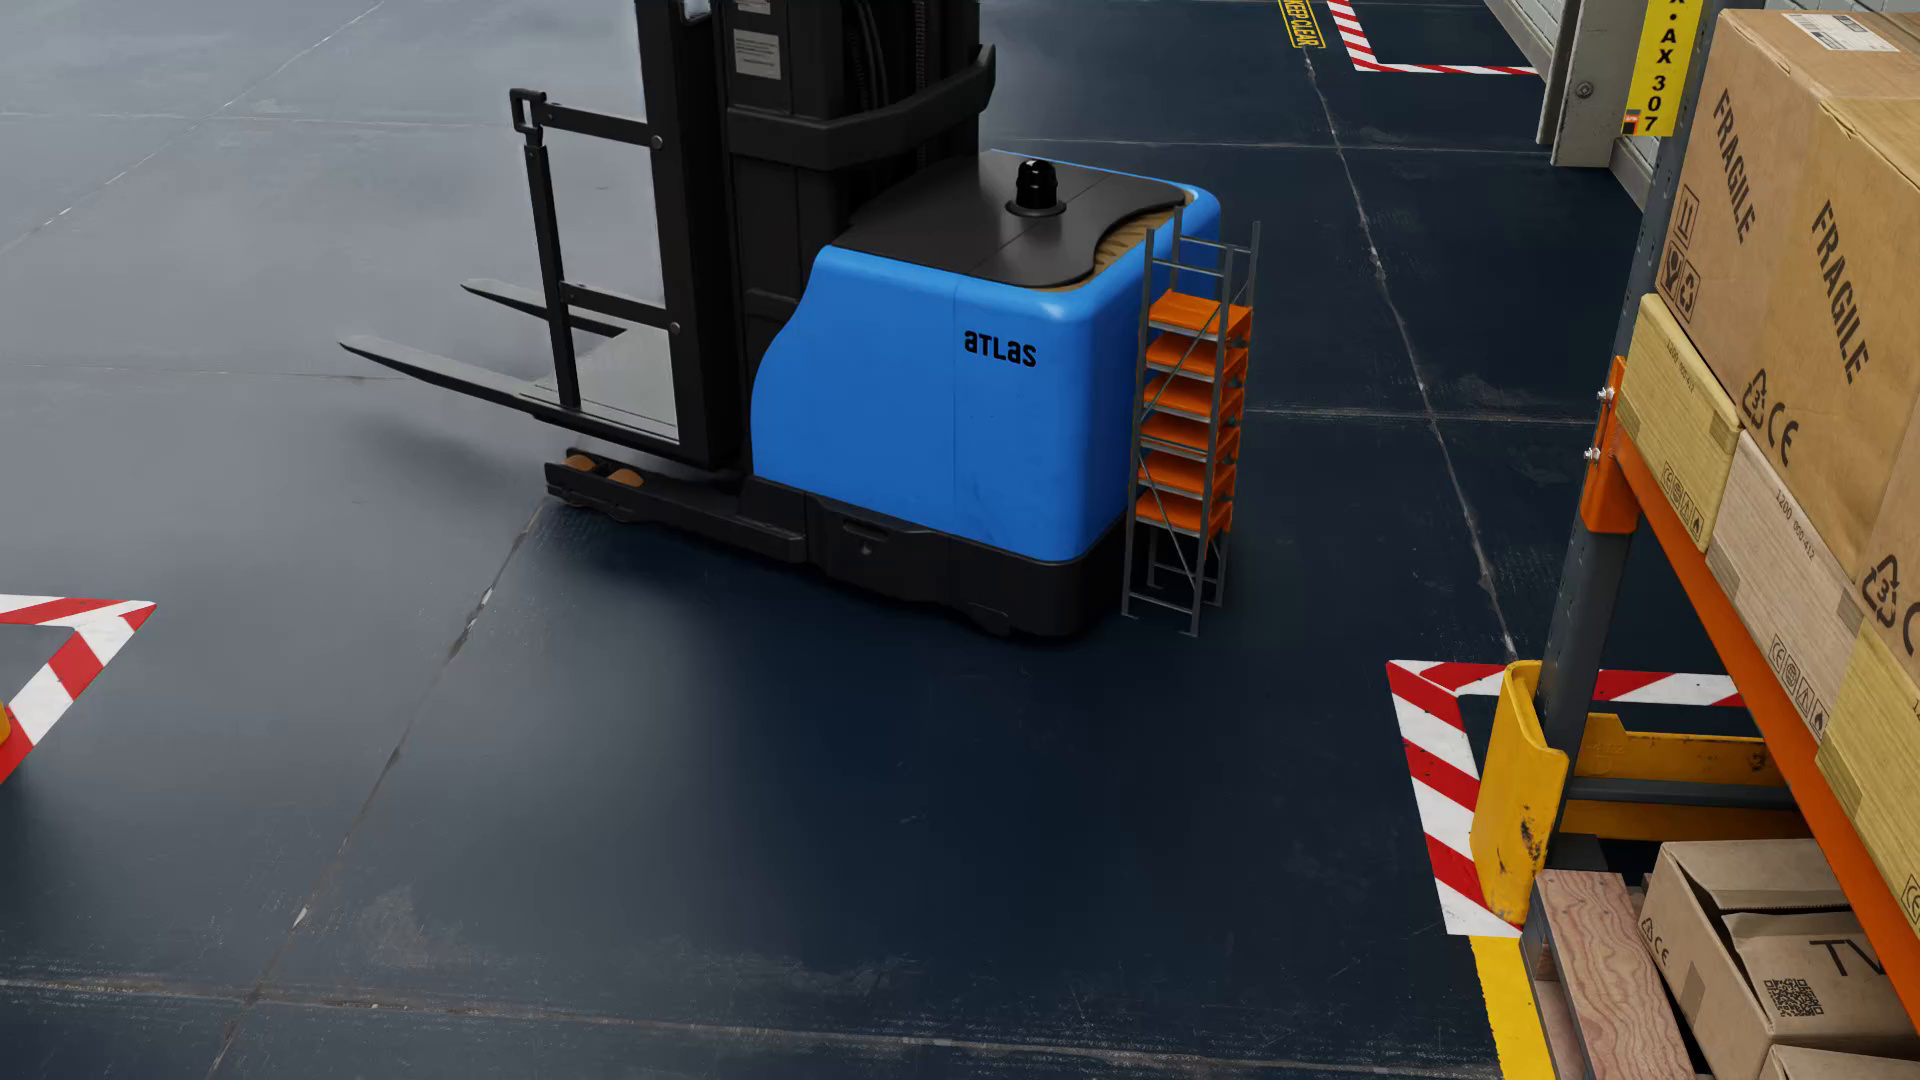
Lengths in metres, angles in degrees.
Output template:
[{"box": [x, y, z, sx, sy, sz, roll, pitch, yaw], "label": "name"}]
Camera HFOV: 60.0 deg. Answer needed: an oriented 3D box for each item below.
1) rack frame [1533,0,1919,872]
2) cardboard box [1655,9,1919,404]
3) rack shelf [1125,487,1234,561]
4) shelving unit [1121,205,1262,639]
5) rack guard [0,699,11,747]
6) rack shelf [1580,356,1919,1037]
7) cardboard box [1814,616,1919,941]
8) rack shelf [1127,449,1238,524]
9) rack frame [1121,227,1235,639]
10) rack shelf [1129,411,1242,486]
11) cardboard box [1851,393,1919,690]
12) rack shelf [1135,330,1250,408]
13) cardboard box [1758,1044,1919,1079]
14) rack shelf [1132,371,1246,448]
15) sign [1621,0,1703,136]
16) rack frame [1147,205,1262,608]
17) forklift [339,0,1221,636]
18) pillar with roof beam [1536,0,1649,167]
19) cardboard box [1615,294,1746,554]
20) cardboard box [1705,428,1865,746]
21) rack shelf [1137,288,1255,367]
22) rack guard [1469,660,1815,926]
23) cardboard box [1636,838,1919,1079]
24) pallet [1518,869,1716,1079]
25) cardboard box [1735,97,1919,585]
[{"box": [1.824, -0.501, 3.204, 1.000, 3.000, 0.127, 2, 32, 4], "label": "rack frame"}, {"box": [1.485, -0.528, 2.657, 0.500, 0.500, 0.500, 2, 32, 4], "label": "cardboard box"}, {"box": [0.625, -0.059, 4.743, 0.258, 0.103, 0.180, 17, 35, 25], "label": "rack shelf"}, {"box": [0.626, -0.301, 4.593, 0.258, 1.200, 0.189, 17, 35, 25], "label": "shelving unit"}, {"box": [-3.112, 0.341, 4.220, 1.175, 0.500, 0.348, 2, 32, 4], "label": "rack guard"}, {"box": [1.661, 0.851, 1.695, 1.077, 0.370, 4.000, 2, 32, 4], "label": "rack shelf"}, {"box": [1.392, 0.334, 1.972, 0.500, 0.250, 0.500, 2, 32, 3], "label": "cardboard box"}, {"box": [0.626, -0.161, 4.679, 0.258, 0.103, 0.180, 17, 35, 25], "label": "rack shelf"}, {"box": [0.581, -0.259, 4.525, 0.240, 1.200, 0.006, 17, 35, 25], "label": "rack frame"}, {"box": [0.626, -0.263, 4.616, 0.258, 0.103, 0.180, 17, 35, 25], "label": "rack shelf"}, {"box": [1.387, 0.000, 1.800, 0.500, 0.500, 0.500, 1, 32, 2], "label": "cardboard box"}, {"box": [0.627, -0.467, 4.490, 0.258, 0.103, 0.180, 17, 35, 25], "label": "rack shelf"}, {"box": [1.631, 1.113, 2.729, 0.500, 0.311, 0.500, 5, 32, 8], "label": "cardboard box"}, {"box": [0.627, -0.365, 4.553, 0.258, 0.103, 0.180, 17, 35, 25], "label": "rack shelf"}, {"box": [1.283, -0.892, 3.014, 0.100, 0.325, 0.005, 2, 32, 4], "label": "sign"}, {"box": [0.672, -0.342, 4.660, 0.240, 1.200, 0.006, 17, 35, 25], "label": "rack frame"}, {"box": [-0.756, -1.527, 4.935, 3.031, 2.935, 1.130, 17, 35, 25], "label": "forklift"}, {"box": [-1.173, -5.973, 6.365, 9.100, 9.000, 0.400, 2, 32, 4], "label": "pillar with roof beam"}, {"box": [1.467, -0.204, 2.846, 0.500, 0.250, 0.500, 2, 32, 3], "label": "cardboard box"}, {"box": [1.439, 0.068, 2.404, 0.500, 0.250, 0.500, 2, 32, 2], "label": "cardboard box"}, {"box": [0.627, -0.569, 4.427, 0.258, 0.103, 0.180, 17, 35, 25], "label": "rack shelf"}, {"box": [1.817, 0.603, 3.795, 1.175, 0.500, 0.348, 2, 32, 4], "label": "rack guard"}, {"box": [1.678, 0.814, 3.213, 0.500, 0.311, 0.500, -1, 32, -2], "label": "cardboard box"}, {"box": [1.716, 1.149, 3.184, 1.003, 0.211, 1.213, 2, 32, 4], "label": "pallet"}, {"box": [1.435, -0.270, 2.238, 0.500, 0.500, 0.500, 3, 32, 4], "label": "cardboard box"}]
